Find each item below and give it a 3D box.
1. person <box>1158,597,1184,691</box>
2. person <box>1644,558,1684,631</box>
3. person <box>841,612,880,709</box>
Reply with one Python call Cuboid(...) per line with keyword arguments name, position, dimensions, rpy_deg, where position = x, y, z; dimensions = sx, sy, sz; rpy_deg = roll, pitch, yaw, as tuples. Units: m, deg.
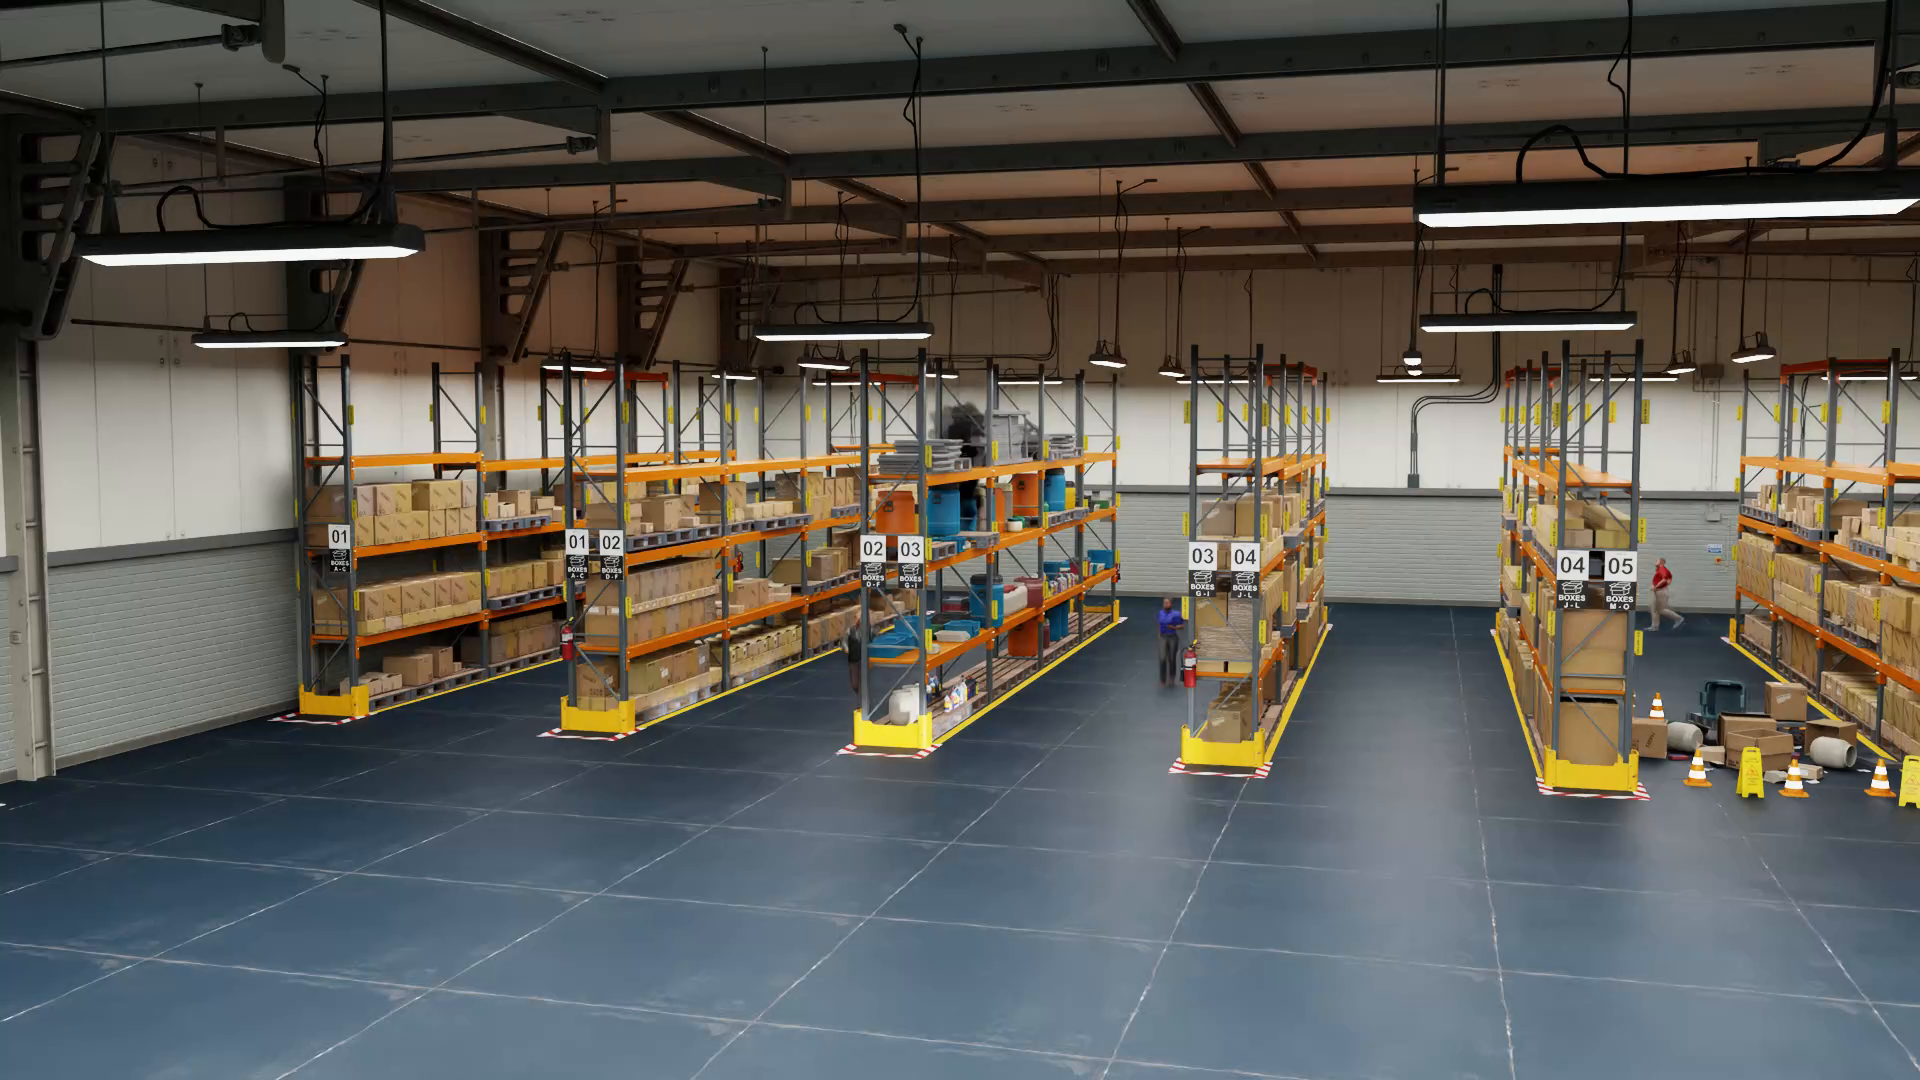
Cuboid(name="person", position=(3.862, 1.896, 30.556), dimensions=(0.553, 1.713, 0.782), rpy_deg=(2, 5, 20))
Cuboid(name="person", position=(16.223, 1.267, 38.292), dimensions=(0.847, 1.716, 0.657), rpy_deg=(2, 5, 28))
Cuboid(name="person", position=(-1.663, 2.059, 27.794), dimensions=(0.663, 1.718, 0.931), rpy_deg=(1, 4, 8))
